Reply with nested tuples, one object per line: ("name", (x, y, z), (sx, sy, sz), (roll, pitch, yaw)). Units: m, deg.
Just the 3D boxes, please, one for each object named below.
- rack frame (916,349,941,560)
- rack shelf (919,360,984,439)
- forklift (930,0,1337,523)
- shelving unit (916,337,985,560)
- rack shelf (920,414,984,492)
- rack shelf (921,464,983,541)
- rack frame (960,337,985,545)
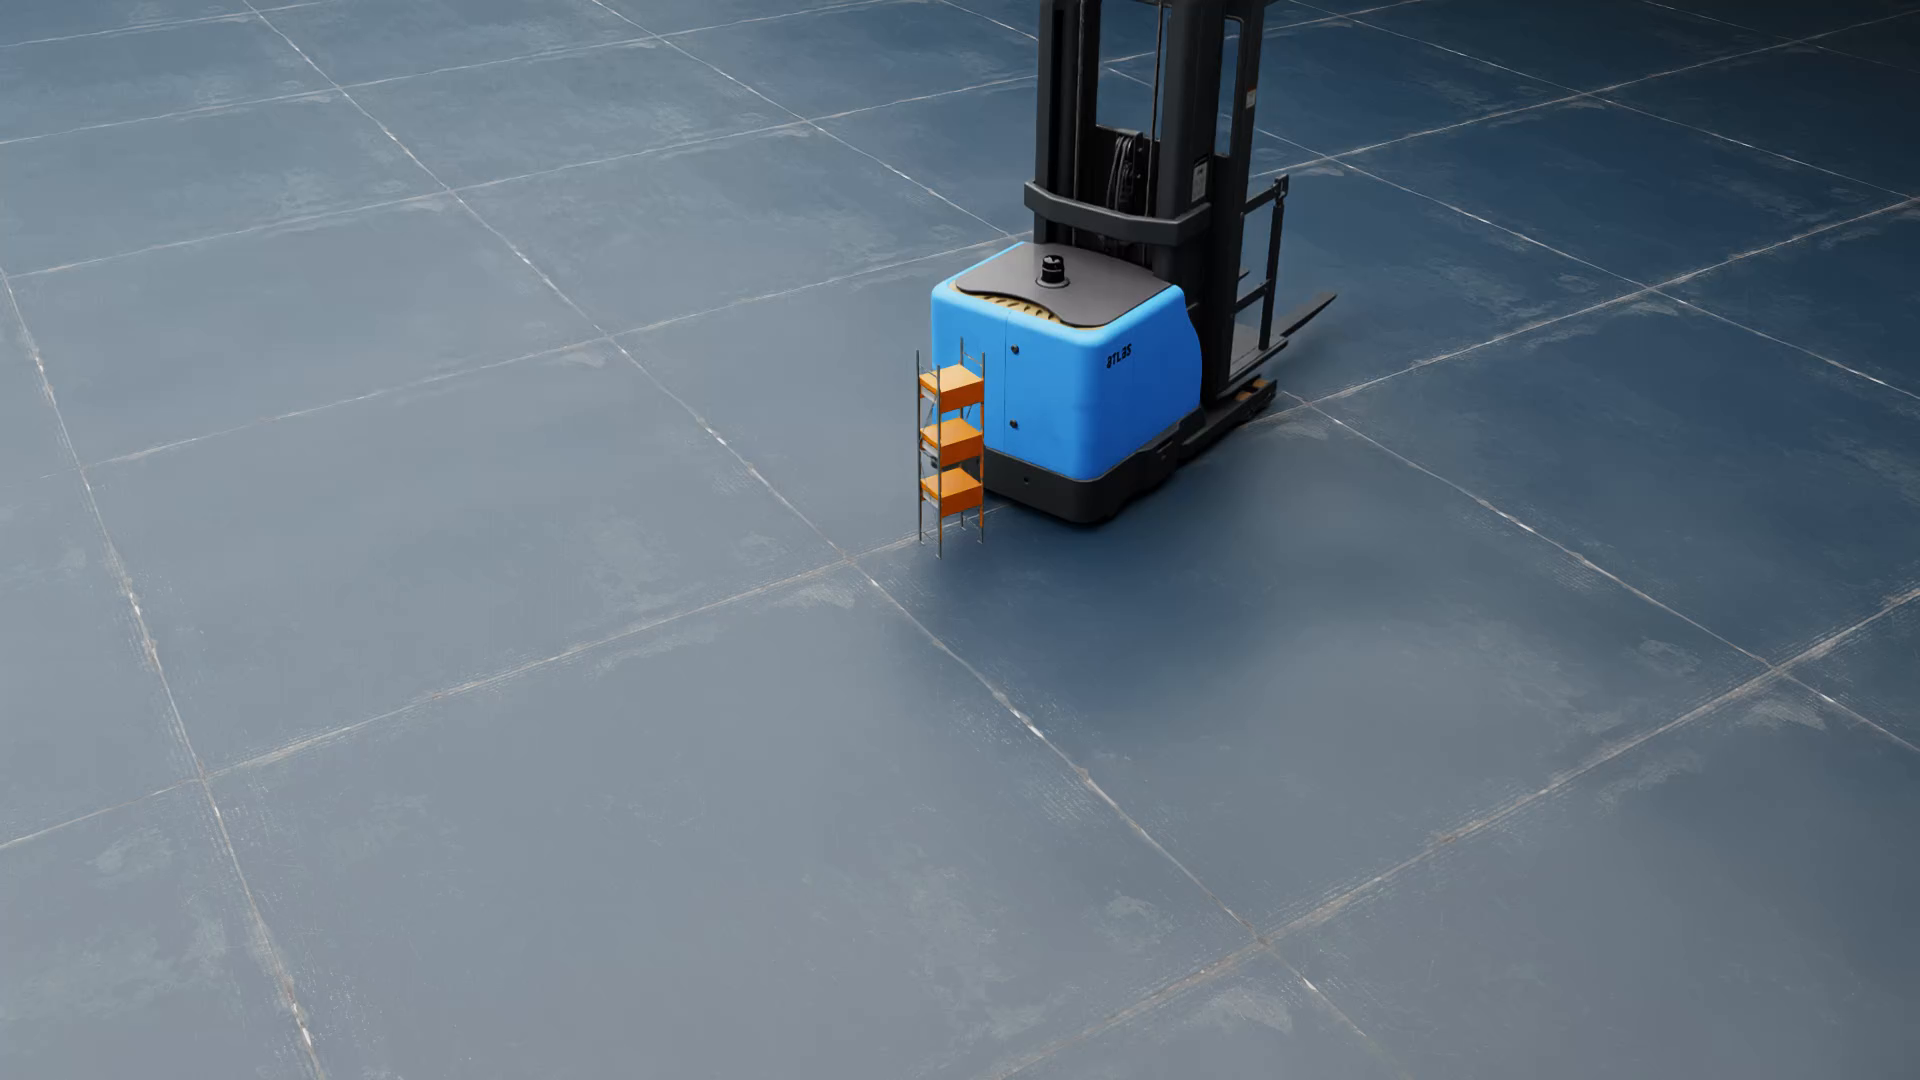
("rack frame", (-0.148, -0.393, 7.889), (0.008, 1.050, 0.200), (-19, 37, -27))
("rack shelf", (-0.045, -0.660, 7.800), (0.240, 0.259, 0.215), (-19, 37, -27))
("forklift", (1.139, -2.049, 8.751), (1.130, 2.935, 3.031), (22, 39, 31))
("shelving unit", (-0.045, -0.429, 7.945), (0.252, 1.050, 0.215), (-19, 37, -27))
("rack shelf", (-0.045, -0.420, 7.951), (0.240, 0.259, 0.215), (-19, 37, -27))
("rack shelf", (-0.045, -0.185, 8.099), (0.240, 0.259, 0.215), (-19, 37, -27))
("rack frame", (0.058, -0.464, 8.001), (0.008, 1.050, 0.200), (-19, 37, -27))
